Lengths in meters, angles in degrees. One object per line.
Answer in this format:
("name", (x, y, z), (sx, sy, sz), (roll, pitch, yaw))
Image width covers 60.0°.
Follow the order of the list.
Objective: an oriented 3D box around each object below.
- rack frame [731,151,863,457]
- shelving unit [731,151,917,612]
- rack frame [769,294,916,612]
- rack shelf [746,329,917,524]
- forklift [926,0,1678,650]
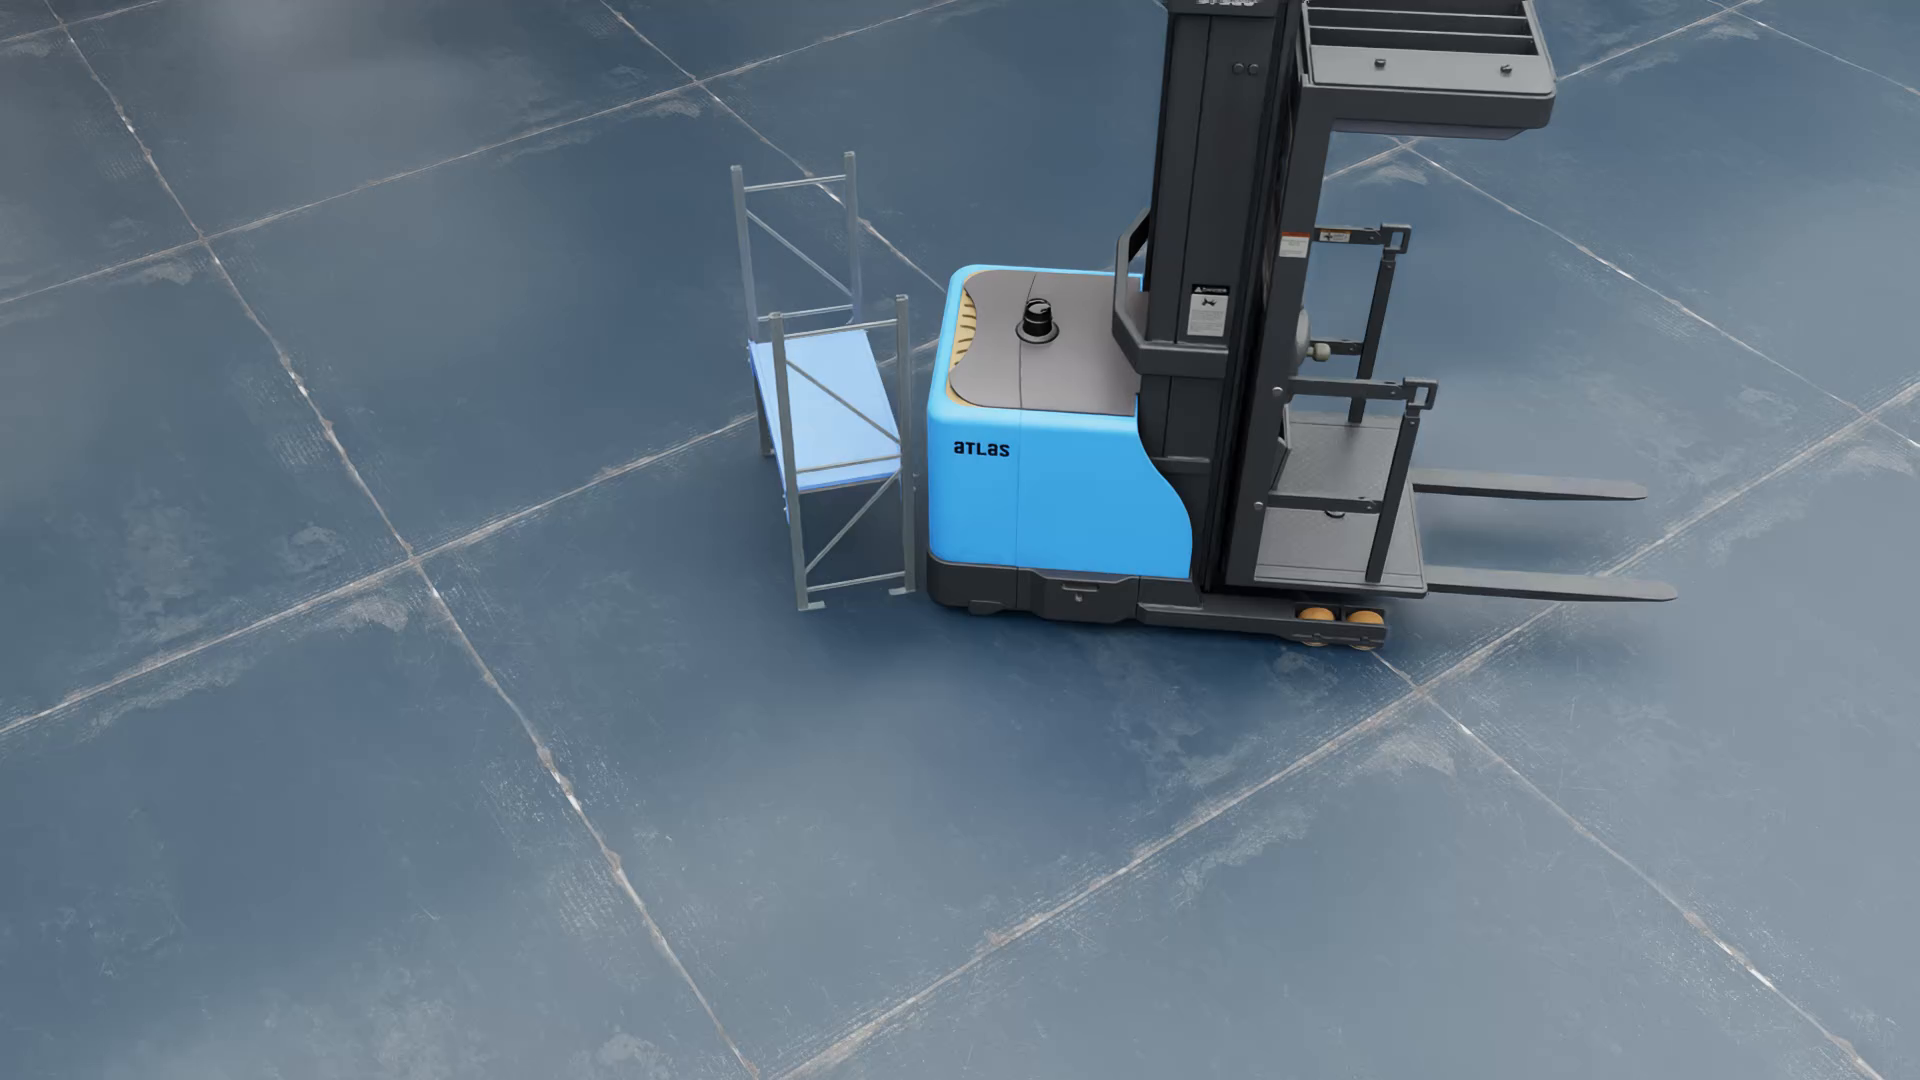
("rack frame", (-0.669, -0.977, 7.178), (0.500, 1.500, 0.032), (-9, 44, -10))
("shelving unit", (-0.551, -0.635, 6.820), (0.538, 1.500, 1.048), (-9, 44, -10))
("rack frame", (-0.432, -0.294, 6.463), (0.500, 1.500, 0.032), (-9, 44, -10))
("rack shelf", (-0.550, -0.505, 6.944), (0.538, 0.185, 1.000), (-9, 44, -10))
("forklift", (1.412, -1.001, 6.167), (3.031, 2.935, 1.130), (4, 44, 4))
